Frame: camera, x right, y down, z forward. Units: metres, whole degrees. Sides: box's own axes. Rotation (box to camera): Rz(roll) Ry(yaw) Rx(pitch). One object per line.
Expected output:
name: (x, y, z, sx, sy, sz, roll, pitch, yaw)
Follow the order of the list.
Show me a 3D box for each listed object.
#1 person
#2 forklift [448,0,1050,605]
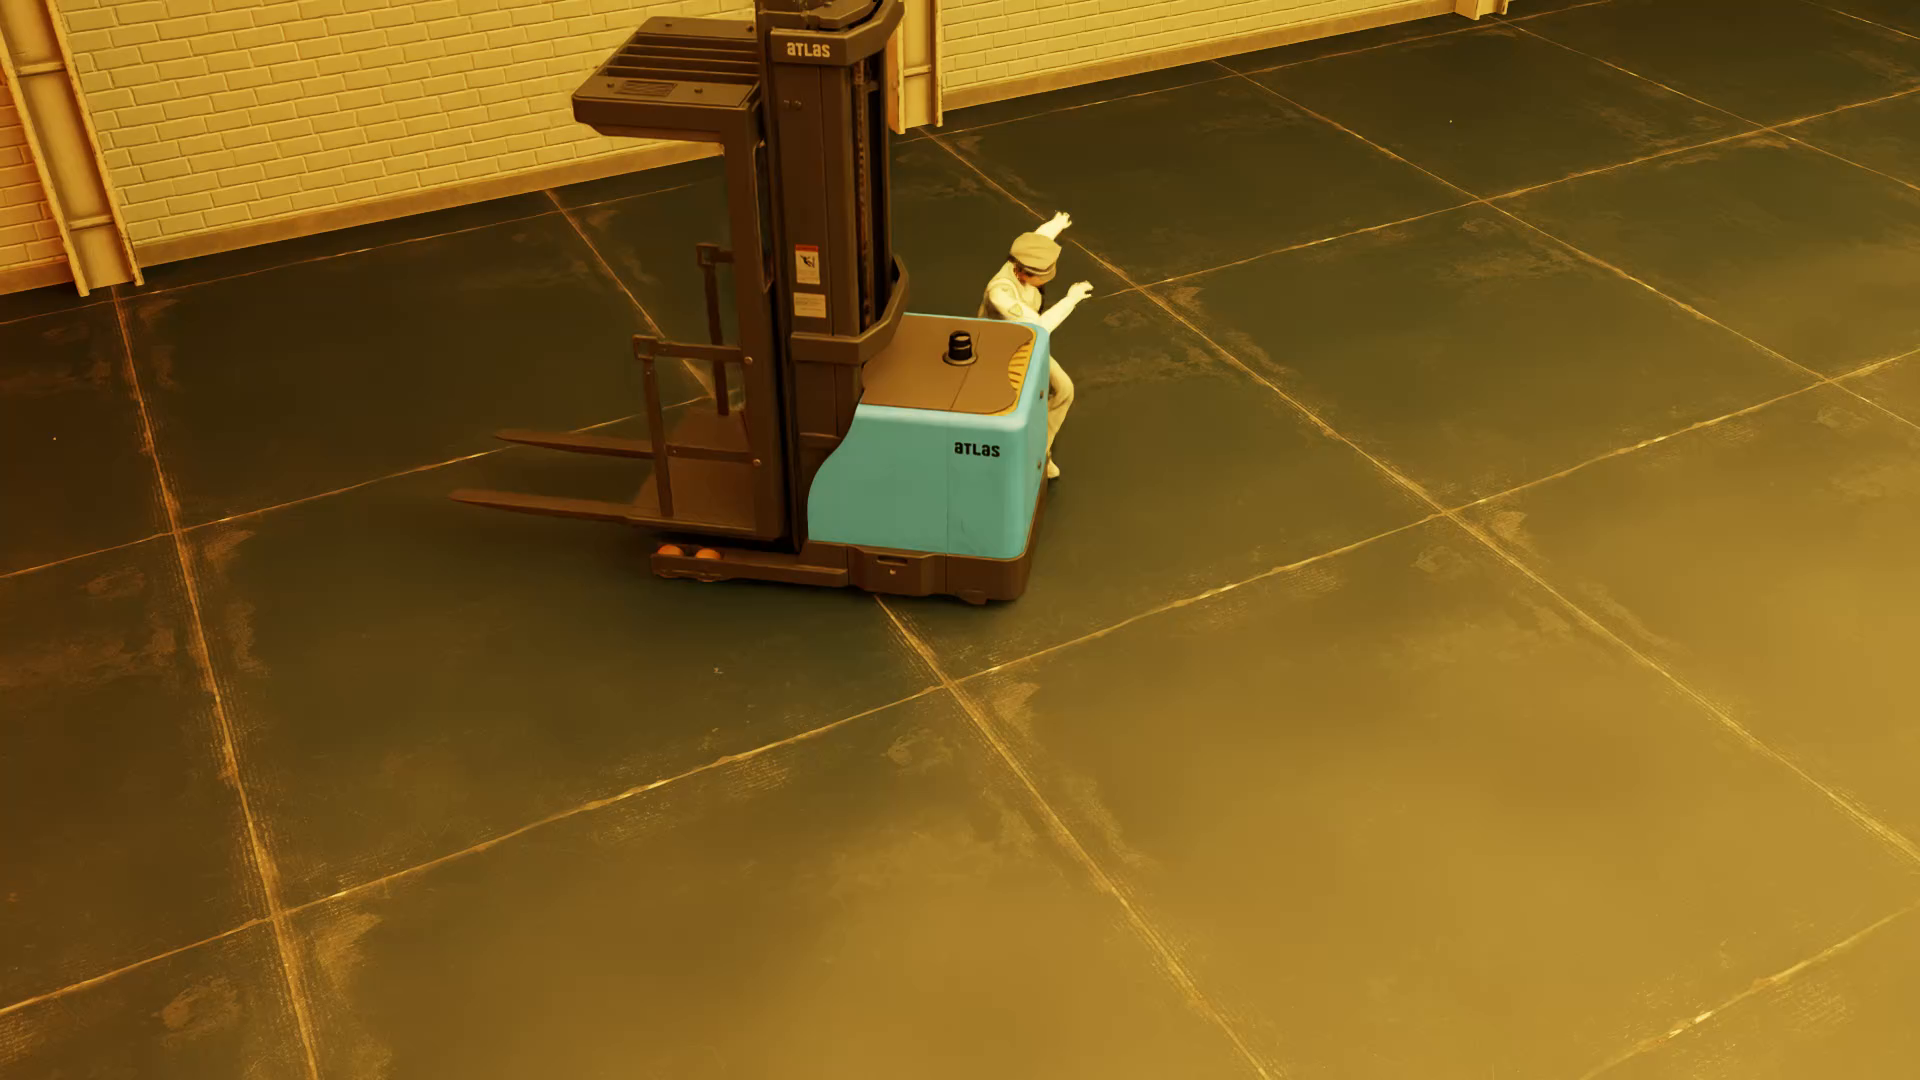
person: (0.429, -1.071, 9.039, 0.686, 1.367, 1.308, 23, 41, 29)
forklift: (-1.099, -1.278, 7.931, 3.031, 2.935, 1.130, 6, 36, 8)
